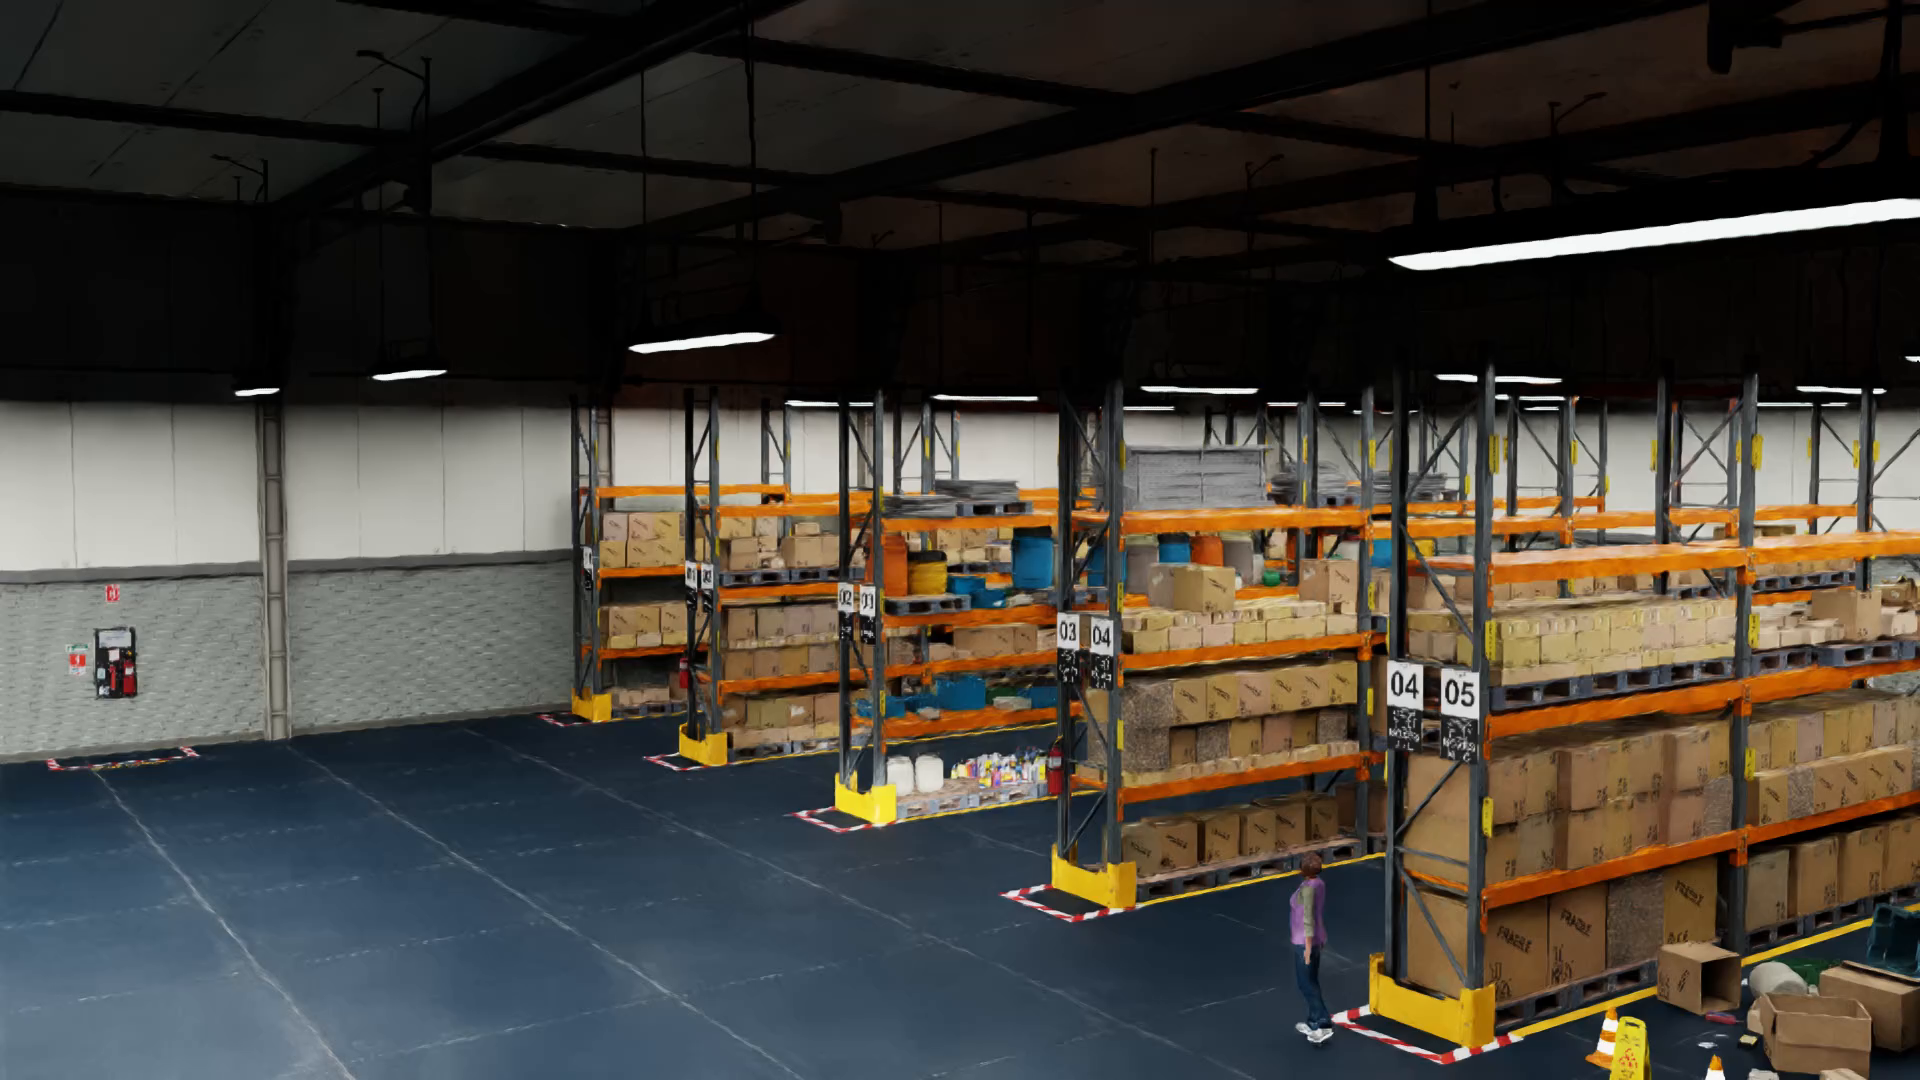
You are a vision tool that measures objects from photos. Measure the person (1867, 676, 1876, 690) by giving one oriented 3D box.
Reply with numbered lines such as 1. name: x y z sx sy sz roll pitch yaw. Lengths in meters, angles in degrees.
1. person: 15.766 2.641 28.835 0.503 1.588 0.468 0 3 4

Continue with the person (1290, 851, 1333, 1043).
1. person: 3.055 3.507 14.398 0.414 1.591 0.527 2 4 30
